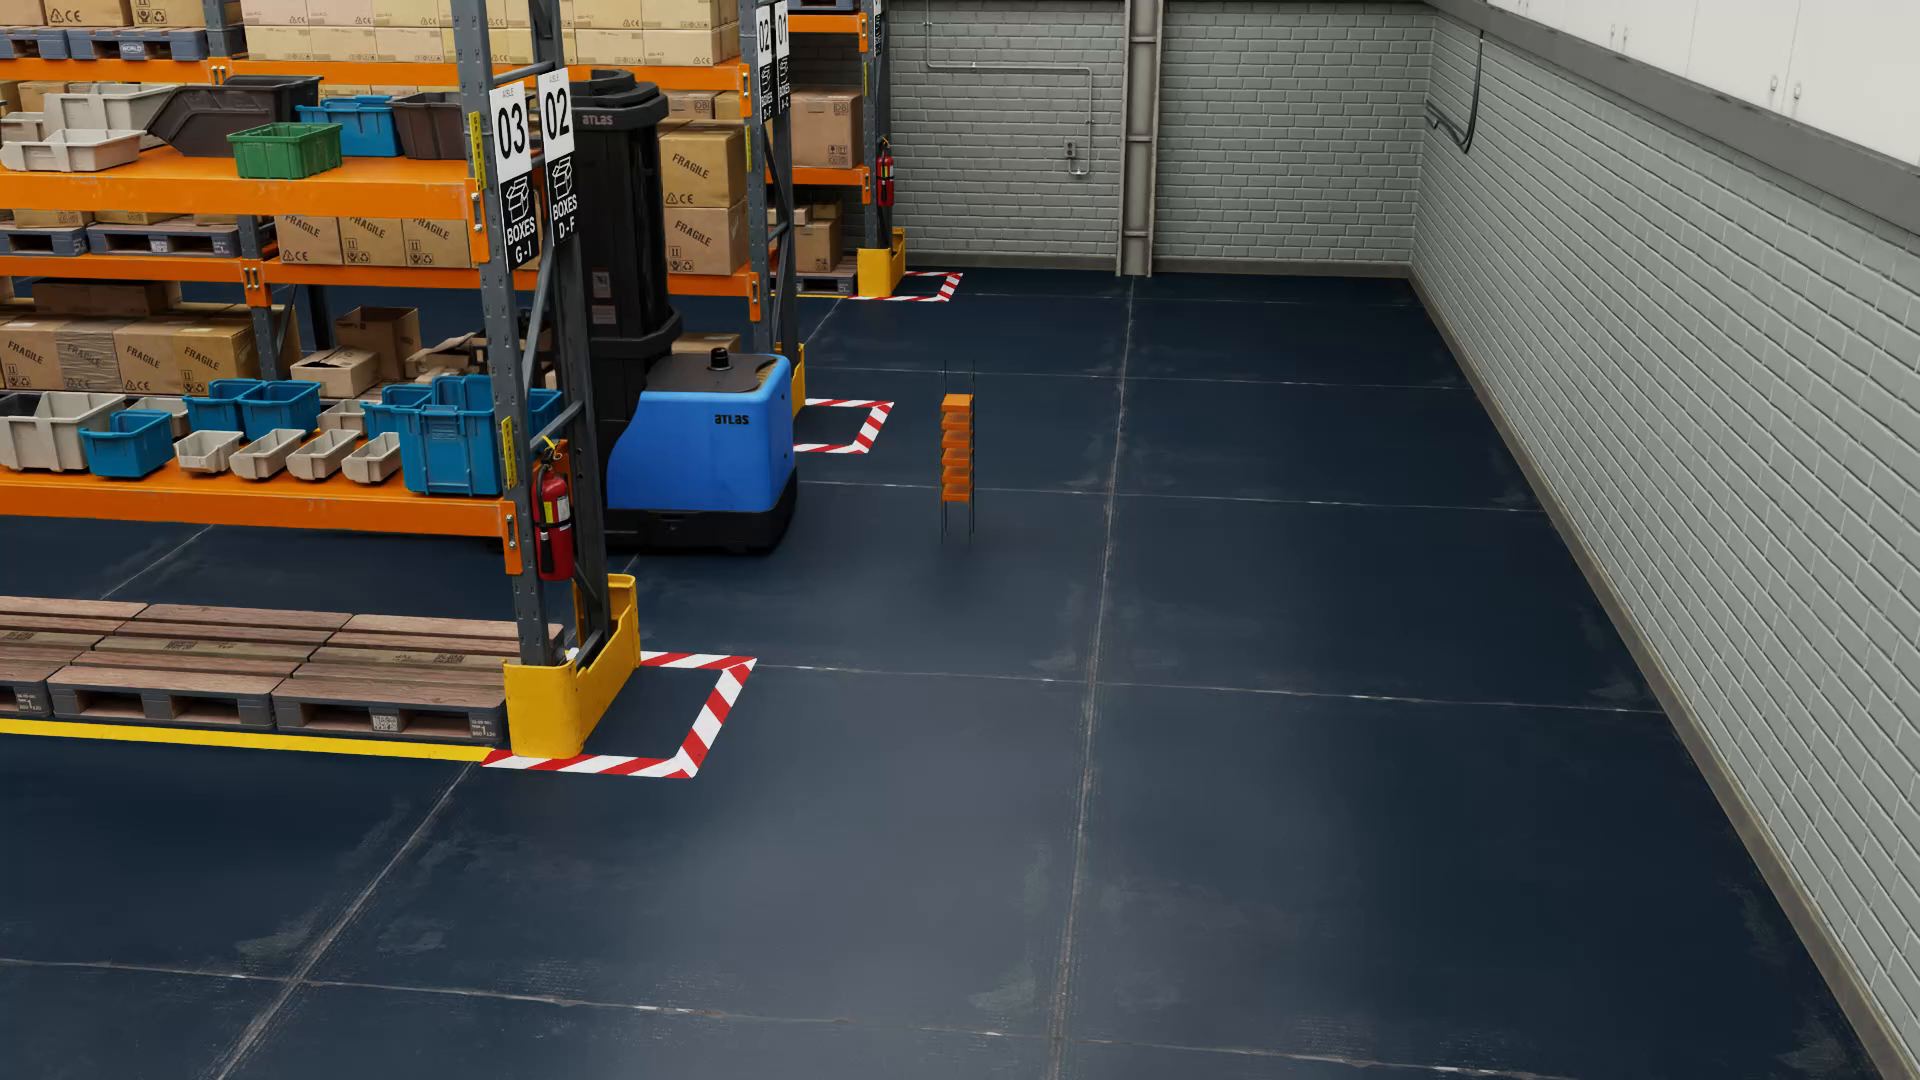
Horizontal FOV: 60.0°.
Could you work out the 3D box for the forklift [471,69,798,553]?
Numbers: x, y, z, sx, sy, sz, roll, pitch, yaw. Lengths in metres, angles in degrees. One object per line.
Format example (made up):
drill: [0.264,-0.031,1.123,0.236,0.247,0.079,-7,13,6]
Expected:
forklift: [-2.663,-1.476,10.686,3.031,2.935,1.130,1,22,4]

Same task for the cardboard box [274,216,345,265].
cardboard box: [-4.936,-2.433,12.878,0.500,0.500,0.500,3,22,8]

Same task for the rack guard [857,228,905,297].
rack guard: [-0.834,-2.980,17.799,0.348,0.500,1.175,2,22,6]

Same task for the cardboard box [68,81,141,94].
cardboard box: [-9.271,-4.758,18.160,0.500,0.500,0.700,0,22,0]

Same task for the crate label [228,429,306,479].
crate label: [-3.421,-0.422,8.205,0.243,0.136,0.396,2,22,6]

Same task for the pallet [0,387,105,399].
pallet: [-7.437,-1.285,13.902,1.213,0.211,1.003,2,22,6]

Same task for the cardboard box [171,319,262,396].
cardboard box: [-5.933,-1.467,13.372,0.500,0.500,0.500,2,22,6]

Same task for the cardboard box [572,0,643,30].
cardboard box: [-2.474,-3.843,12.026,0.500,0.250,0.500,2,22,6]

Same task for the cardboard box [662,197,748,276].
cardboard box: [-1.914,-2.302,12.546,0.500,0.500,0.500,3,22,8]

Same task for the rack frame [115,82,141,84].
rack frame: [-8.803,-4.490,18.217,0.127,3.000,1.000,2,22,6]

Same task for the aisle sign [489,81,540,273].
aisle sign: [-1.987,-1.626,7.436,0.004,0.787,0.394,2,22,6]

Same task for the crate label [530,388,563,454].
crate label: [-2.231,-0.608,8.543,0.303,0.233,0.416,2,22,6]

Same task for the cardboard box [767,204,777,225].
cardboard box: [-1.968,-3.422,17.462,0.250,0.149,0.380,3,22,8]

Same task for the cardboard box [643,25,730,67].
cardboard box: [-1.979,-3.586,12.055,0.500,0.250,0.500,2,22,6]

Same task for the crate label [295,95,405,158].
crate label: [-2.902,-2.010,8.068,0.502,0.251,0.408,2,22,6]

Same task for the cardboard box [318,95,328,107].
cardboard box: [-6.821,-4.502,17.680,0.500,0.500,0.500,3,22,8]

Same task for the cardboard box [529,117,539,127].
cardboard box: [-3.368,-3.027,13.021,0.500,0.500,0.500,2,22,6]

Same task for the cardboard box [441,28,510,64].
cardboard box: [-3.467,-3.656,12.232,0.500,0.250,0.500,2,22,6]

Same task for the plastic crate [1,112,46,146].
plastic crate: [-4.689,-2.056,8.340,0.466,0.136,0.293,2,22,6]

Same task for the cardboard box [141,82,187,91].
cardboard box: [-8.354,-4.918,17.712,0.500,0.250,0.500,3,22,8]

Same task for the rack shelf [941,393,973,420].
rack shelf: [-0.014,-0.852,10.605,0.180,0.103,0.258,2,22,6]

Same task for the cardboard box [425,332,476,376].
cardboard box: [-4.066,-1.509,13.735,0.500,0.311,0.500,2,22,6]

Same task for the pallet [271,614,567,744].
pallet: [-2.839,0.720,8.831,1.213,0.211,1.003,2,22,6]

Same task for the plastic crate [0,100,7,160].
plastic crate: [-4.795,-1.880,7.714,0.590,0.269,0.497,2,22,6]

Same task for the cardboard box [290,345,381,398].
cardboard box: [-5.018,-1.365,13.372,0.500,0.311,0.500,2,22,6]

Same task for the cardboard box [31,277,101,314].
cardboard box: [-7.353,-2.074,13.887,0.500,0.250,0.500,2,22,5]

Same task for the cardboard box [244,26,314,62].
cardboard box: [-4.956,-3.722,12.399,0.500,0.250,0.500,2,22,6]

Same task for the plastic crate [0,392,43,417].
plastic crate: [-4.853,-0.649,8.795,0.590,0.125,0.437,2,22,6]

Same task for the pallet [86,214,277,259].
pallet: [-6.190,-2.493,13.428,1.213,0.211,1.003,2,22,6]

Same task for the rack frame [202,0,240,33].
rack frame: [-5.410,-5.298,12.101,0.127,3.000,1.000,2,22,6]

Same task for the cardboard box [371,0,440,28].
cardboard box: [-3.964,-3.907,12.187,0.500,0.250,0.500,2,22,6]

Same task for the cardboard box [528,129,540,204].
cardboard box: [-2.929,-2.808,12.466,0.500,0.500,0.500,3,22,8]

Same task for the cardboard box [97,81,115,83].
cardboard box: [-9.149,-5.047,18.009,0.250,0.149,0.380,0,22,-1]

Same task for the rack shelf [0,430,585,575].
rack shelf: [-4.010,-0.279,8.544,4.000,0.370,1.077,2,22,6]

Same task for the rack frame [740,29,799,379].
rack frame: [-1.437,-2.335,12.766,0.127,3.000,1.000,2,22,6]

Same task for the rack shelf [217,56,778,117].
rack shelf: [-3.424,-3.482,12.566,4.000,0.370,1.077,2,22,6]

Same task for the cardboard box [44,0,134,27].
cardboard box: [-6.568,-4.261,12.714,0.600,0.600,0.600,2,22,6]

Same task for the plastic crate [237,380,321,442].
plastic crate: [-3.538,-0.665,8.687,0.300,0.233,0.416,2,22,6]

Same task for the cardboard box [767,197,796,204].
cardboard box: [-1.921,-3.561,17.815,0.250,0.149,0.380,3,22,6]

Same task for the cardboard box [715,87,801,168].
cardboard box: [-2.090,-4.329,17.402,0.700,0.700,0.980,2,22,6]

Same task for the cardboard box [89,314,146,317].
cardboard box: [-6.888,-1.704,13.971,0.500,0.500,0.500,3,22,7]

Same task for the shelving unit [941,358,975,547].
shelving unit: [-0.014,-0.559,10.721,0.189,1.200,0.258,2,22,6]

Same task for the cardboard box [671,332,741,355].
cardboard box: [-2.006,-1.311,12.977,0.500,0.500,0.500,2,22,6]

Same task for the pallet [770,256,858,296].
pallet: [-1.661,-2.853,17.870,1.213,0.211,1.003,2,22,6]

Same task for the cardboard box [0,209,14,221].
cardboard box: [-7.857,-2.828,13.305,0.500,0.500,0.700,7,23,16]

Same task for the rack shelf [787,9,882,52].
rack shelf: [-2.844,-5.291,17.141,4.000,0.370,1.077,2,22,6]

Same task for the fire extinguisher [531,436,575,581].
fire extinguisher: [-1.928,-0.145,7.839,0.183,0.674,0.296,2,22,6]

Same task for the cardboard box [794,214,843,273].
cardboard box: [-1.565,-3.171,17.708,0.500,0.500,0.700,2,22,6]

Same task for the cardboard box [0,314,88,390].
cardboard box: [-7.427,-1.535,13.543,0.500,0.500,0.500,2,22,4]

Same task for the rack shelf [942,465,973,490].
rack shelf: [-0.014,-0.406,10.781,0.180,0.103,0.258,2,22,6]

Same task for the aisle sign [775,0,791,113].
aisle sign: [-1.335,-3.648,12.552,0.004,0.787,0.394,2,22,6]

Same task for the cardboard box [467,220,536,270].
cardboard box: [-3.425,-2.368,12.714,0.500,0.500,0.500,2,22,6]

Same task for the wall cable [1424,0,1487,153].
wall cable: [4.716,-5.115,15.860,0.112,2.526,3.097,2,22,6]

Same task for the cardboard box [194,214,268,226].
cardboard box: [-5.854,-2.852,13.367,0.500,0.500,0.700,-5,22,-12]

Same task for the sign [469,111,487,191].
sign: [-2.073,-1.672,7.150,0.005,0.325,0.100,2,22,6]
